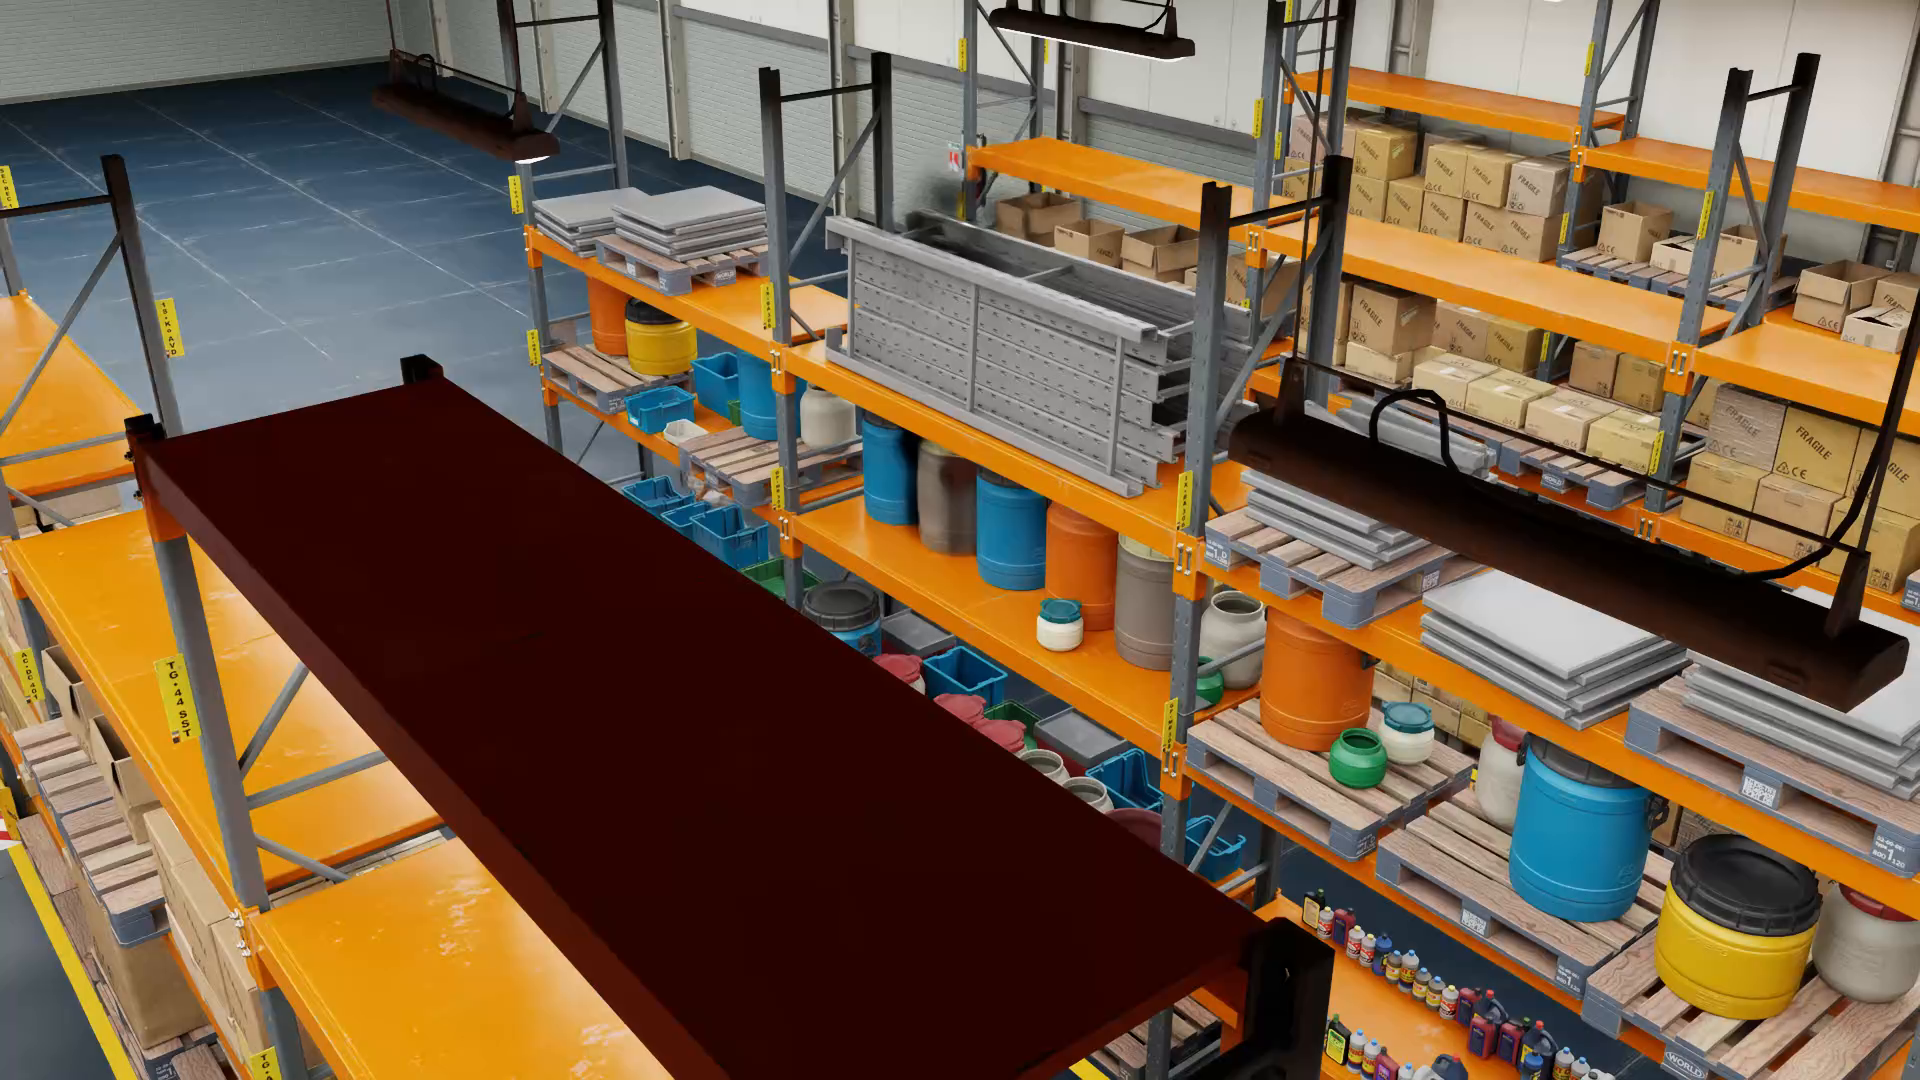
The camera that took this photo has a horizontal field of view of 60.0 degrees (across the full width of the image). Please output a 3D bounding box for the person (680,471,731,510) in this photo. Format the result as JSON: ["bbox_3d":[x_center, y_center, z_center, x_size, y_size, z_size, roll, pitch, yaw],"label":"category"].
[{"bbox_3d":[-2.597,-0.455,17.313,0.898,1.679,0.618,11,28,21],"label":"person"}]
